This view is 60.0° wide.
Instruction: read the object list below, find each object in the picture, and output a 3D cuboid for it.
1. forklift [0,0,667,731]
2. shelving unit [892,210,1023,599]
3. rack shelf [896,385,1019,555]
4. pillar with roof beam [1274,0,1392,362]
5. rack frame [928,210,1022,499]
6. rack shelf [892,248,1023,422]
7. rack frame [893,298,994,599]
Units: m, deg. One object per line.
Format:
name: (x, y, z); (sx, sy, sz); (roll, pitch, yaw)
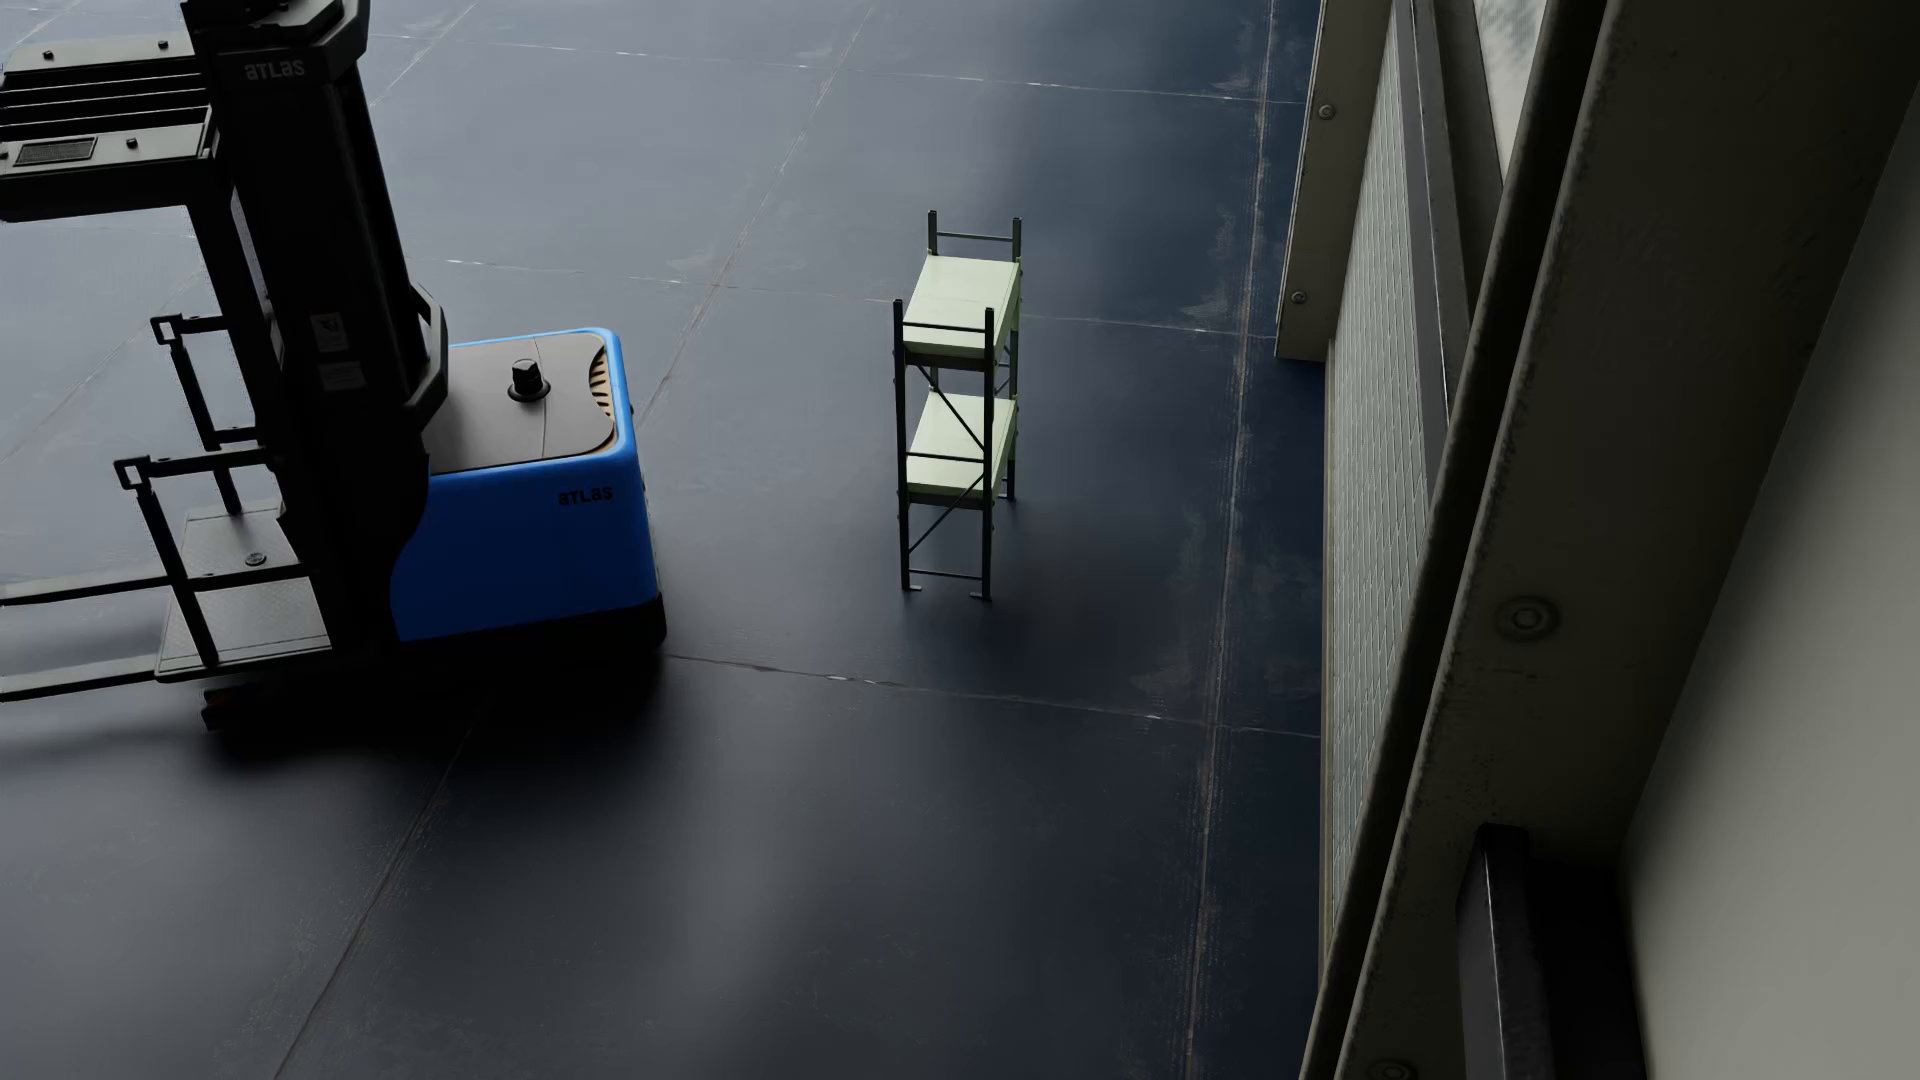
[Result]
forklift: (-2.834, -0.721, 6.322); (3.031, 2.935, 1.130); (-9, 40, -10)
shelving unit: (-0.001, -0.574, 7.267); (0.431, 1.500, 0.755); (6, 40, 8)
rack shelf: (-0.001, -0.323, 7.475); (0.431, 0.370, 0.720); (6, 40, 8)
pillar with roof beam: (-2.364, -5.033, 6.776); (9.100, 9.000, 0.400); (6, 40, 8)
rack frame: (0.062, -0.804, 7.545); (0.400, 1.500, 0.023); (6, 40, 8)
rack shelf: (-0.001, -0.875, 7.018); (0.431, 0.370, 0.720); (6, 40, 8)
rack frame: (-0.064, -0.344, 6.989); (0.400, 1.500, 0.023); (6, 40, 8)
